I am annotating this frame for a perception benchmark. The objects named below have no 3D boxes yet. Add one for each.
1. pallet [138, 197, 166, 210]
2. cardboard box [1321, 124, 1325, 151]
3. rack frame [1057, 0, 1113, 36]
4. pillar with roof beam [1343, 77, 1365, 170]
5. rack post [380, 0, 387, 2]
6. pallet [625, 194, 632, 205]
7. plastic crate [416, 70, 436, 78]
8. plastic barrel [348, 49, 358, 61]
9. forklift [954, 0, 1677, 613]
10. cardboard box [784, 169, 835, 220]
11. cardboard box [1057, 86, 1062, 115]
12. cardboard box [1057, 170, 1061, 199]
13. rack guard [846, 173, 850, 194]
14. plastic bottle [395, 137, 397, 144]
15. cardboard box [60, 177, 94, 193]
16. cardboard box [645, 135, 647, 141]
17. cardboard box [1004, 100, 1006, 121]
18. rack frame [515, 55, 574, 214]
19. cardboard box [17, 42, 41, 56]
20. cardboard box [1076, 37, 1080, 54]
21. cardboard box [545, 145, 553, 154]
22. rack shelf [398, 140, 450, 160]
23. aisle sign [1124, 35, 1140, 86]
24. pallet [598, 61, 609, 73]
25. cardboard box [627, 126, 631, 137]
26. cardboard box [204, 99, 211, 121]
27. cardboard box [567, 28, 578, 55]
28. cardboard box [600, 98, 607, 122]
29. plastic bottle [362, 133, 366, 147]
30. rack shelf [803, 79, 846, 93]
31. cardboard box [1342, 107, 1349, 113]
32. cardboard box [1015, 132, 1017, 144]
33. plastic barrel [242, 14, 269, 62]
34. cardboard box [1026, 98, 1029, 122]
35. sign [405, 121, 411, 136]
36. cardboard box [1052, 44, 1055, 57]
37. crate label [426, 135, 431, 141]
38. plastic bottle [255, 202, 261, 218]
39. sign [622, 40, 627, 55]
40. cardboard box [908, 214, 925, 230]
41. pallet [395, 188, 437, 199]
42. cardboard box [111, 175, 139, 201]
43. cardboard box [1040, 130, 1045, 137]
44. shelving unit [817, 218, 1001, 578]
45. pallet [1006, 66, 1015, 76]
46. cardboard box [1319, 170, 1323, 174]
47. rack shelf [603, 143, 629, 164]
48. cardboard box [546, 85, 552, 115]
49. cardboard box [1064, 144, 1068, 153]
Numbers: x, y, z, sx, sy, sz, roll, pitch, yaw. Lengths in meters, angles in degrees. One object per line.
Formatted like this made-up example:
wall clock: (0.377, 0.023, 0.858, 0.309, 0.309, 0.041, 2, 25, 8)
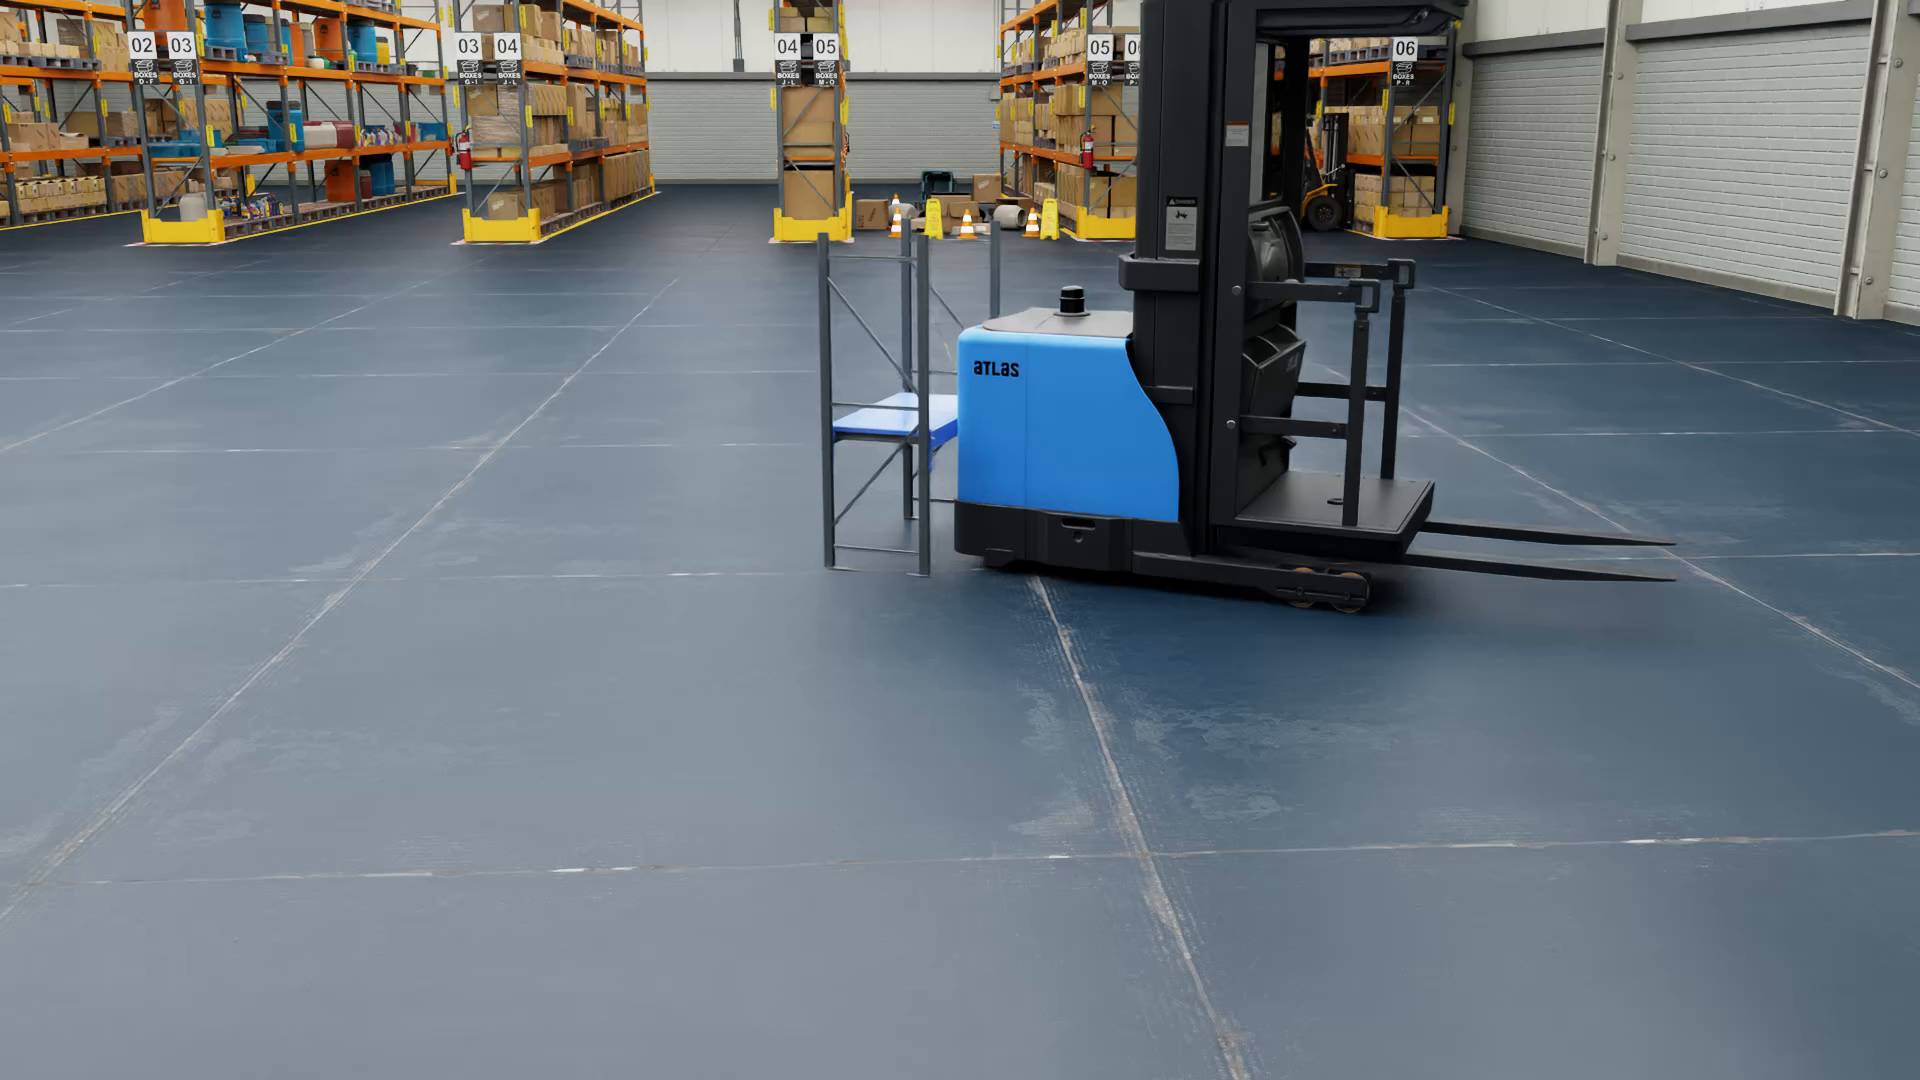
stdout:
pallet: (-17.834, -7.249, 35.777, 1.003, 0.211, 1.213, -1, 14, -3)
cardboard box: (6.994, -7.432, 30.693, 0.500, 0.500, 0.500, -1, 14, -5)
rack frame: (2.273, -10.326, 30.101, 1.000, 3.000, 0.127, -1, 14, -3)
pillar with roof beam: (3.663, -11.022, 32.804, 9.100, 9.000, 0.400, -1, 14, -3)
rack post: (-13.036, -11.840, 36.135, 0.937, 0.300, 0.954, -1, 14, -4)
pallet: (-7.990, -7.716, 37.593, 1.003, 0.211, 1.213, -1, 14, -3)
plastic crate: (-12.958, -11.285, 40.272, 0.450, 0.188, 0.336, -1, 14, -3)
plastic barrel: (-12.645, -10.034, 34.454, 0.294, 0.245, 0.294, 0, 14, 0)
forklift: (1.541, -1.269, 7.076, 3.031, 2.935, 1.130, 6, 16, 22)
cardboard box: (-2.521, -5.666, 27.451, 0.875, 0.875, 0.875, -1, 14, -3)
cardboard box: (2.098, -7.732, 29.254, 0.700, 0.500, 0.500, -1, 14, -5)
cardboard box: (2.041, -6.505, 30.459, 0.500, 0.500, 0.500, 0, 14, -1)
rack guard: (-3.400, -9.074, 42.291, 1.175, 0.500, 0.348, -1, 14, -3)
plastic bottle: (-12.675, -8.963, 37.242, 0.097, 0.201, 0.097, 0, 14, 0)
cardboard box: (-17.436, -6.998, 32.756, 0.500, 0.311, 0.500, -1, 14, -4)
cardboard box: (-7.992, -9.982, 41.309, 0.380, 0.149, 0.250, -1, 14, -3)
cardboard box: (1.354, -10.558, 40.833, 0.500, 0.500, 0.500, -1, 14, -4)
rack frame: (-7.617, -7.268, 30.254, 1.000, 3.000, 0.127, -1, 14, -3)
cardboard box: (-17.562, -9.176, 31.107, 0.500, 0.250, 0.500, -2, 15, -8)
cardboard box: (2.204, -8.199, 27.555, 0.500, 0.250, 0.500, -1, 14, -4)
cardboard box: (-7.232, -6.724, 28.644, 0.380, 0.149, 0.250, -1, 14, -3)
rack shelf: (-13.180, -9.330, 39.712, 1.077, 0.370, 4.000, -1, 14, -3)
aisle sign: (2.835, -7.674, 26.617, 0.394, 0.787, 0.004, -1, 14, -3)
pallet: (-7.958, -9.783, 34.389, 1.213, 0.211, 1.003, 0, 14, -1)
cardboard box: (-7.881, -9.450, 38.438, 0.500, 0.250, 0.500, -1, 14, -4)
cardboard box: (-17.813, -10.016, 38.727, 0.500, 0.500, 0.500, -1, 14, -5)
cardboard box: (-7.607, -9.327, 31.186, 0.797, 0.503, 0.637, 0, 14, -1)
cardboard box: (-7.932, -9.141, 35.320, 0.797, 0.503, 0.637, -1, 14, -2)
plastic bottle: (-12.504, -8.391, 34.855, 0.061, 0.283, 0.133, -1, 14, -3)
rack shelf: (-3.280, -10.911, 39.835, 1.077, 0.370, 4.000, -1, 14, -3)
cardboard box: (7.039, -7.664, 29.696, 0.380, 0.149, 0.250, -1, 14, -4)
cardboard box: (1.542, -9.224, 38.159, 0.500, 0.250, 0.500, -1, 14, -5)
plastic barrel: (-12.809, -9.010, 29.999, 0.600, 0.901, 0.708, -1, 14, -3)
cardboard box: (1.693, -9.200, 35.557, 0.500, 0.500, 0.500, -1, 14, -2)
sign: (-12.507, -9.323, 37.686, 0.100, 0.325, 0.005, -1, 14, -3)
cardboard box: (2.036, -9.400, 31.979, 0.500, 0.250, 0.500, -1, 14, -3)
crate label: (-13.028, -9.736, 40.255, 0.396, 0.136, 0.243, -1, 14, -3)
plastic bottle: (-12.154, -5.705, 28.770, 0.097, 0.271, 0.097, 0, 14, 0)
sign: (-7.572, -11.124, 37.551, 0.100, 0.325, 0.005, -1, 14, -3)
cardboard box: (-0.716, -5.596, 29.243, 0.396, 0.266, 0.258, 2, 15, 6)
pallet: (-13.220, -8.317, 39.927, 1.003, 0.211, 1.213, -1, 14, -3)
cardboard box: (-17.534, -7.361, 34.749, 0.500, 0.500, 0.500, -1, 14, -5)
cardboard box: (1.812, -8.205, 33.559, 0.380, 0.149, 0.250, -1, 14, -3)
shelving unit: (-0.210, -0.700, 7.735, 0.538, 1.500, 1.048, 5, 15, 18)
pallet: (1.665, -11.326, 40.186, 1.003, 0.211, 1.213, -1, 14, -3)
cardboard box: (6.944, -6.729, 30.829, 0.500, 0.250, 0.500, -1, 14, -4)
rack shelf: (-7.989, -8.412, 36.143, 1.077, 0.370, 4.000, -1, 14, -3)
cardboard box: (-7.225, -7.464, 28.211, 0.500, 0.500, 0.500, -1, 14, -3)
cardboard box: (2.043, -6.898, 29.319, 0.380, 0.149, 0.250, -1, 14, -3)
